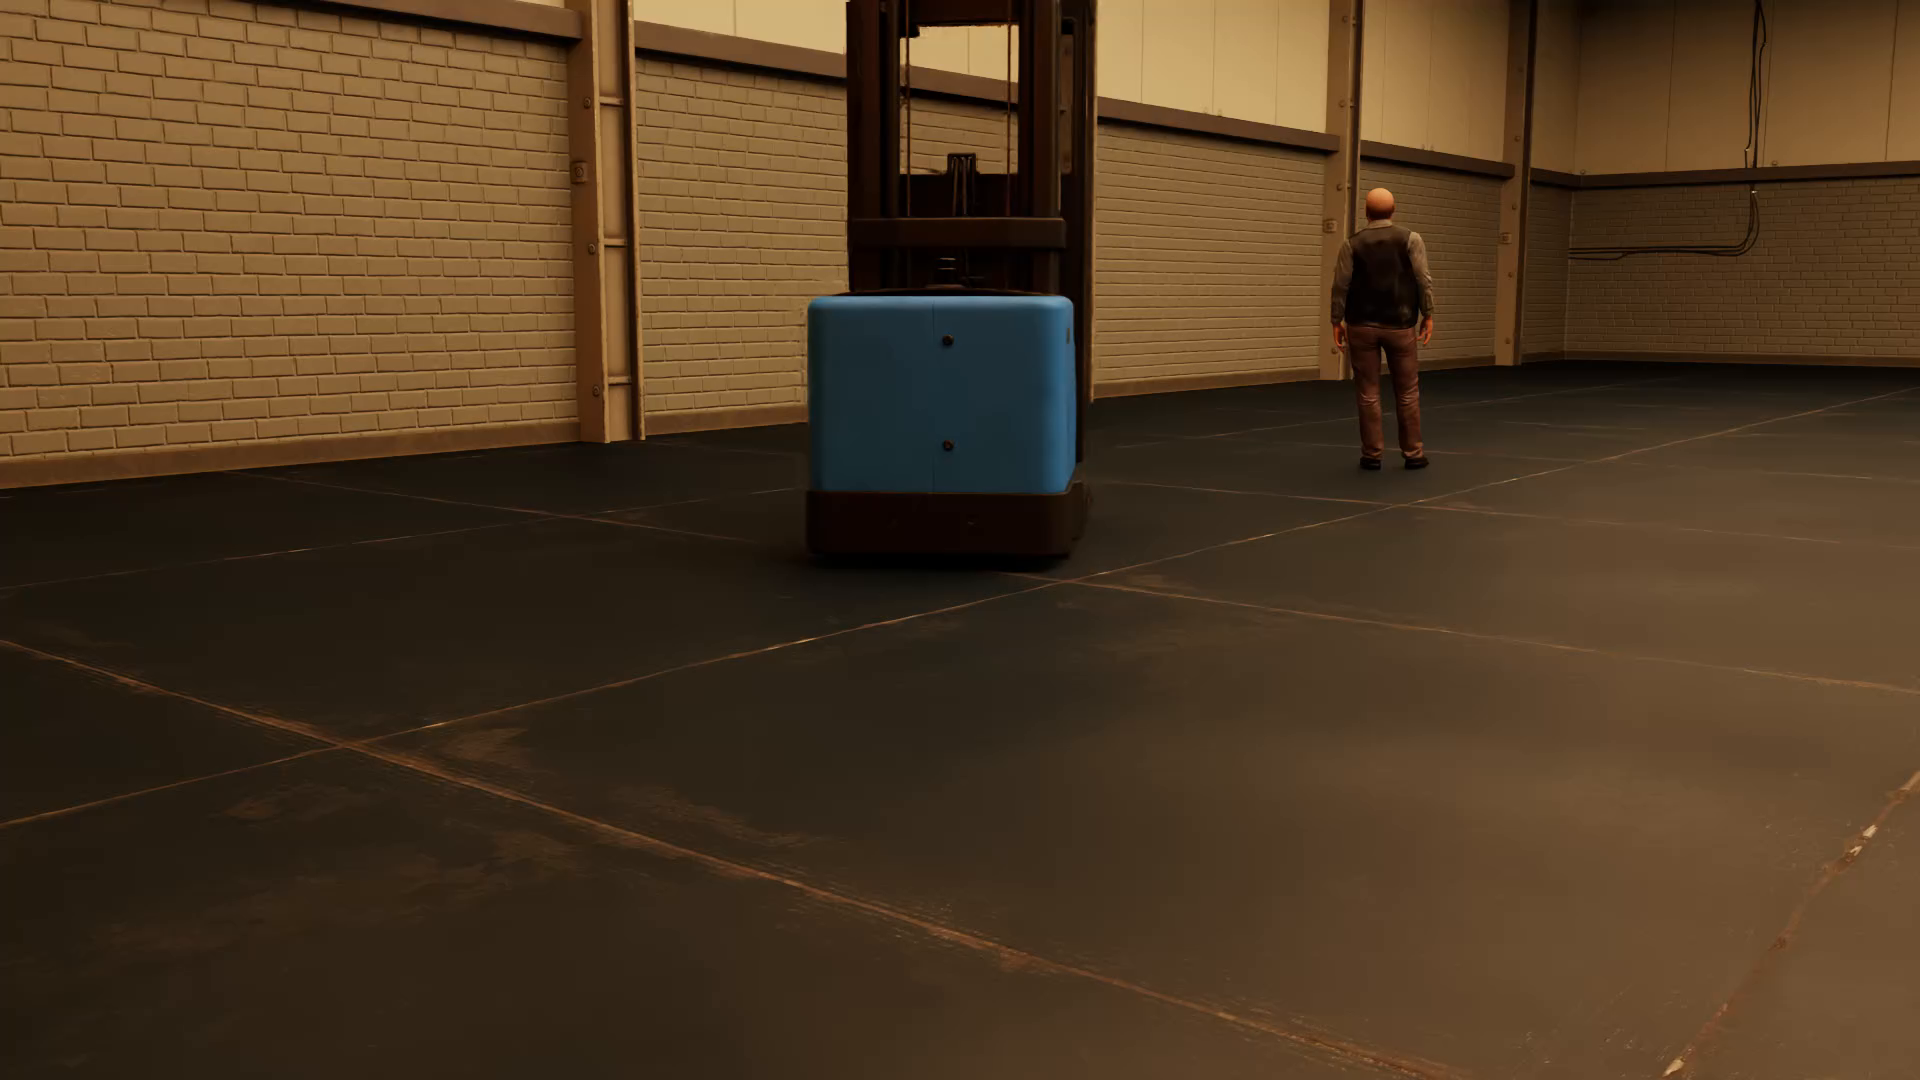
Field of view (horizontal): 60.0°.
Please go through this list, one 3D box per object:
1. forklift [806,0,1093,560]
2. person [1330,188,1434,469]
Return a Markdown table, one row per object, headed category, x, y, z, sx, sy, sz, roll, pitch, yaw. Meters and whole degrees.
| category | x | y | z | sx | sy | sz | roll | pitch | yaw |
| --- | --- | --- | --- | --- | --- | --- | --- | --- | --- |
| forklift | 0.059 | -1.544 | 7.831 | 1.130 | 2.935 | 3.031 | 1 | 8 | 6 |
| person | 2.637 | -1.313 | 10.382 | 0.631 | 1.720 | 0.568 | 2 | 9 | 15 |
